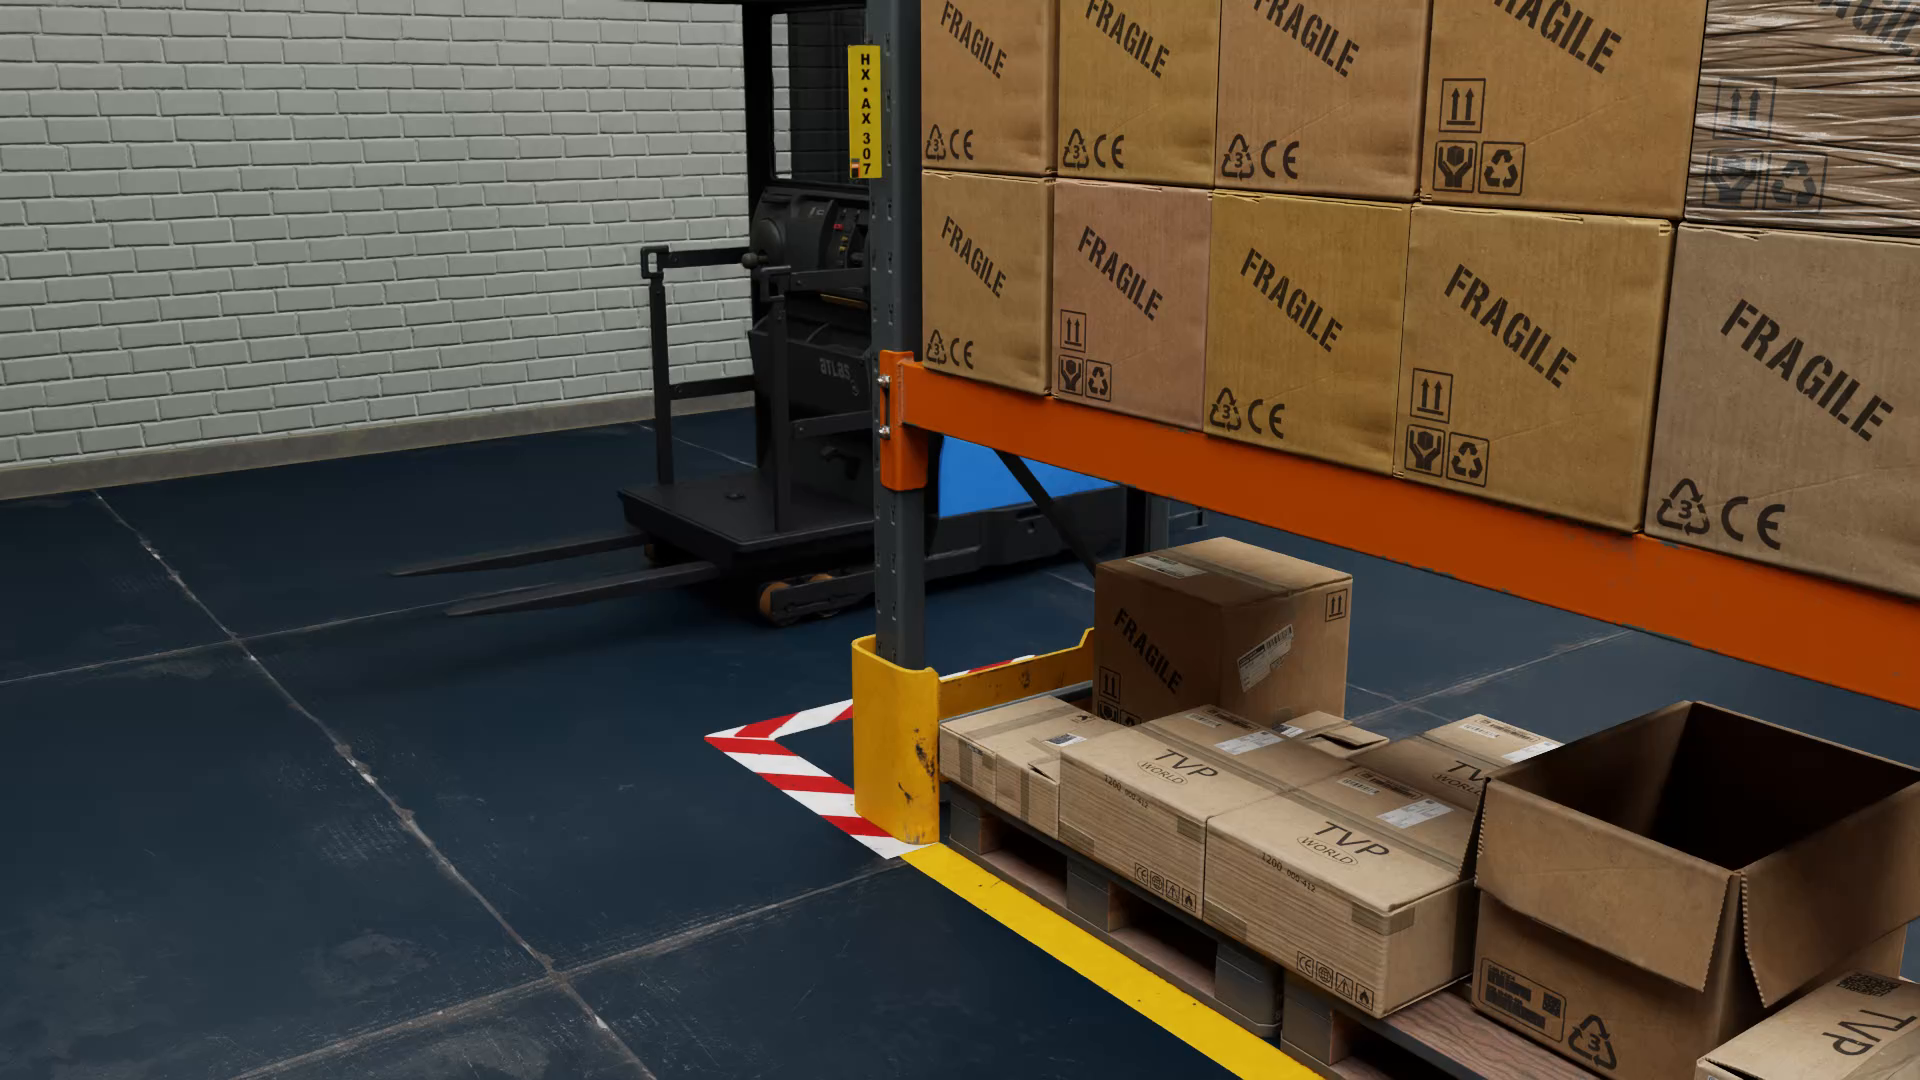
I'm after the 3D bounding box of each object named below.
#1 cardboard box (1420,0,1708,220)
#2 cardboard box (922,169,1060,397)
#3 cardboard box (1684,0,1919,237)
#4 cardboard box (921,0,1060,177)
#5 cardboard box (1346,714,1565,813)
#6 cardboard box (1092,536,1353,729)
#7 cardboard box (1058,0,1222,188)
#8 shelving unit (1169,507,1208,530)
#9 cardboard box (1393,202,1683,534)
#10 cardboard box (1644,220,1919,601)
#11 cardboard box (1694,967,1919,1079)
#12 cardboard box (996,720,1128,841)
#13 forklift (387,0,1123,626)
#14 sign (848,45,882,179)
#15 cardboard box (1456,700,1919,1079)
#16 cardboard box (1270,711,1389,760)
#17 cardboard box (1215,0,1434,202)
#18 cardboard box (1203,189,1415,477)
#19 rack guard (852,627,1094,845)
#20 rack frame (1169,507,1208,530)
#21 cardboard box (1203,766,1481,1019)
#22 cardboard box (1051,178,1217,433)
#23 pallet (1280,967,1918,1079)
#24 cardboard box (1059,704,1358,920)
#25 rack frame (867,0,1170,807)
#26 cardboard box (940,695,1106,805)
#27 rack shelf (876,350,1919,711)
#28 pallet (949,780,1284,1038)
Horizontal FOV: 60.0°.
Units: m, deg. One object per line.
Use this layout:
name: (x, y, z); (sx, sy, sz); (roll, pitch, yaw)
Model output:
cardboard box: (1.152, -0.819, 2.805); (0.500, 0.500, 0.500); (-11, 19, -35)
cardboard box: (0.249, -0.664, 4.129); (0.500, 0.500, 0.500); (-10, 18, -33)
cardboard box: (1.447, -0.712, 2.411); (0.500, 0.500, 0.500); (-11, 19, -34)
cardboard box: (0.249, -1.146, 3.997); (0.500, 0.500, 0.500); (-10, 18, -33)
cardboard box: (1.255, 0.648, 3.900); (0.500, 0.250, 0.500); (-11, 19, -35)
cardboard box: (0.720, 0.320, 4.626); (0.500, 0.500, 0.500); (-11, 19, -35)
cardboard box: (0.562, -1.035, 3.594); (0.500, 0.500, 0.500); (-11, 19, -34)
shelving unit: (0.635, -0.669, 7.889); (0.538, 1.125, 1.048); (-13, 20, -39)
cardboard box: (1.142, -0.340, 2.946); (0.500, 0.500, 0.500); (-11, 19, -34)
cardboard box: (1.444, -0.231, 2.550); (0.500, 0.500, 0.500); (-10, 18, -33)
cardboard box: (1.548, 0.950, 2.683); (0.500, 0.311, 0.500); (-11, 19, -35)
cardboard box: (0.316, 0.599, 4.237); (0.380, 0.166, 0.250); (-11, 19, -35)
forklift: (-0.748, -1.242, 6.562); (3.031, 2.935, 1.130); (-11, 19, -35)
sign: (-0.238, -1.084, 4.216); (0.100, 0.325, 0.005); (-11, 19, -35)
cardboard box: (1.444, 0.695, 3.252); (0.797, 0.503, 0.637); (-11, 19, -35)
cardboard box: (0.886, 0.582, 4.303); (0.380, 0.166, 0.250); (-11, 19, -35)
cardboard box: (0.853, -0.928, 3.201); (0.500, 0.500, 0.500); (-11, 19, -34)
cardboard box: (0.849, -0.447, 3.336); (0.500, 0.500, 0.500); (-11, 19, -35)
rack guard: (0.246, 0.471, 4.909); (1.175, 0.500, 0.348); (-11, 19, -35)
rack frame: (0.965, -0.567, 7.516); (0.500, 1.125, 0.032); (-13, 20, -39)
cardboard box: (0.879, 0.737, 3.578); (0.500, 0.250, 0.500); (-11, 19, -35)
cardboard box: (0.557, -0.554, 3.730); (0.500, 0.500, 0.500); (-11, 19, -35)
pallet: (1.429, 1.041, 3.374); (1.003, 0.211, 1.213); (-11, 19, -35)
cardboard box: (0.585, 0.630, 3.968); (0.500, 0.250, 0.500); (-11, 19, -35)
rack frame: (0.201, -0.751, 4.638); (1.000, 3.000, 0.127); (-11, 19, -35)
cardboard box: (0.169, 0.555, 4.435); (0.380, 0.149, 0.250); (-11, 19, -35)
rack shelf: (1.377, 0.023, 3.173); (1.077, 0.370, 4.000); (-11, 19, -35)
pallet: (0.715, 0.780, 4.326); (1.003, 0.211, 1.213); (-11, 19, -35)
